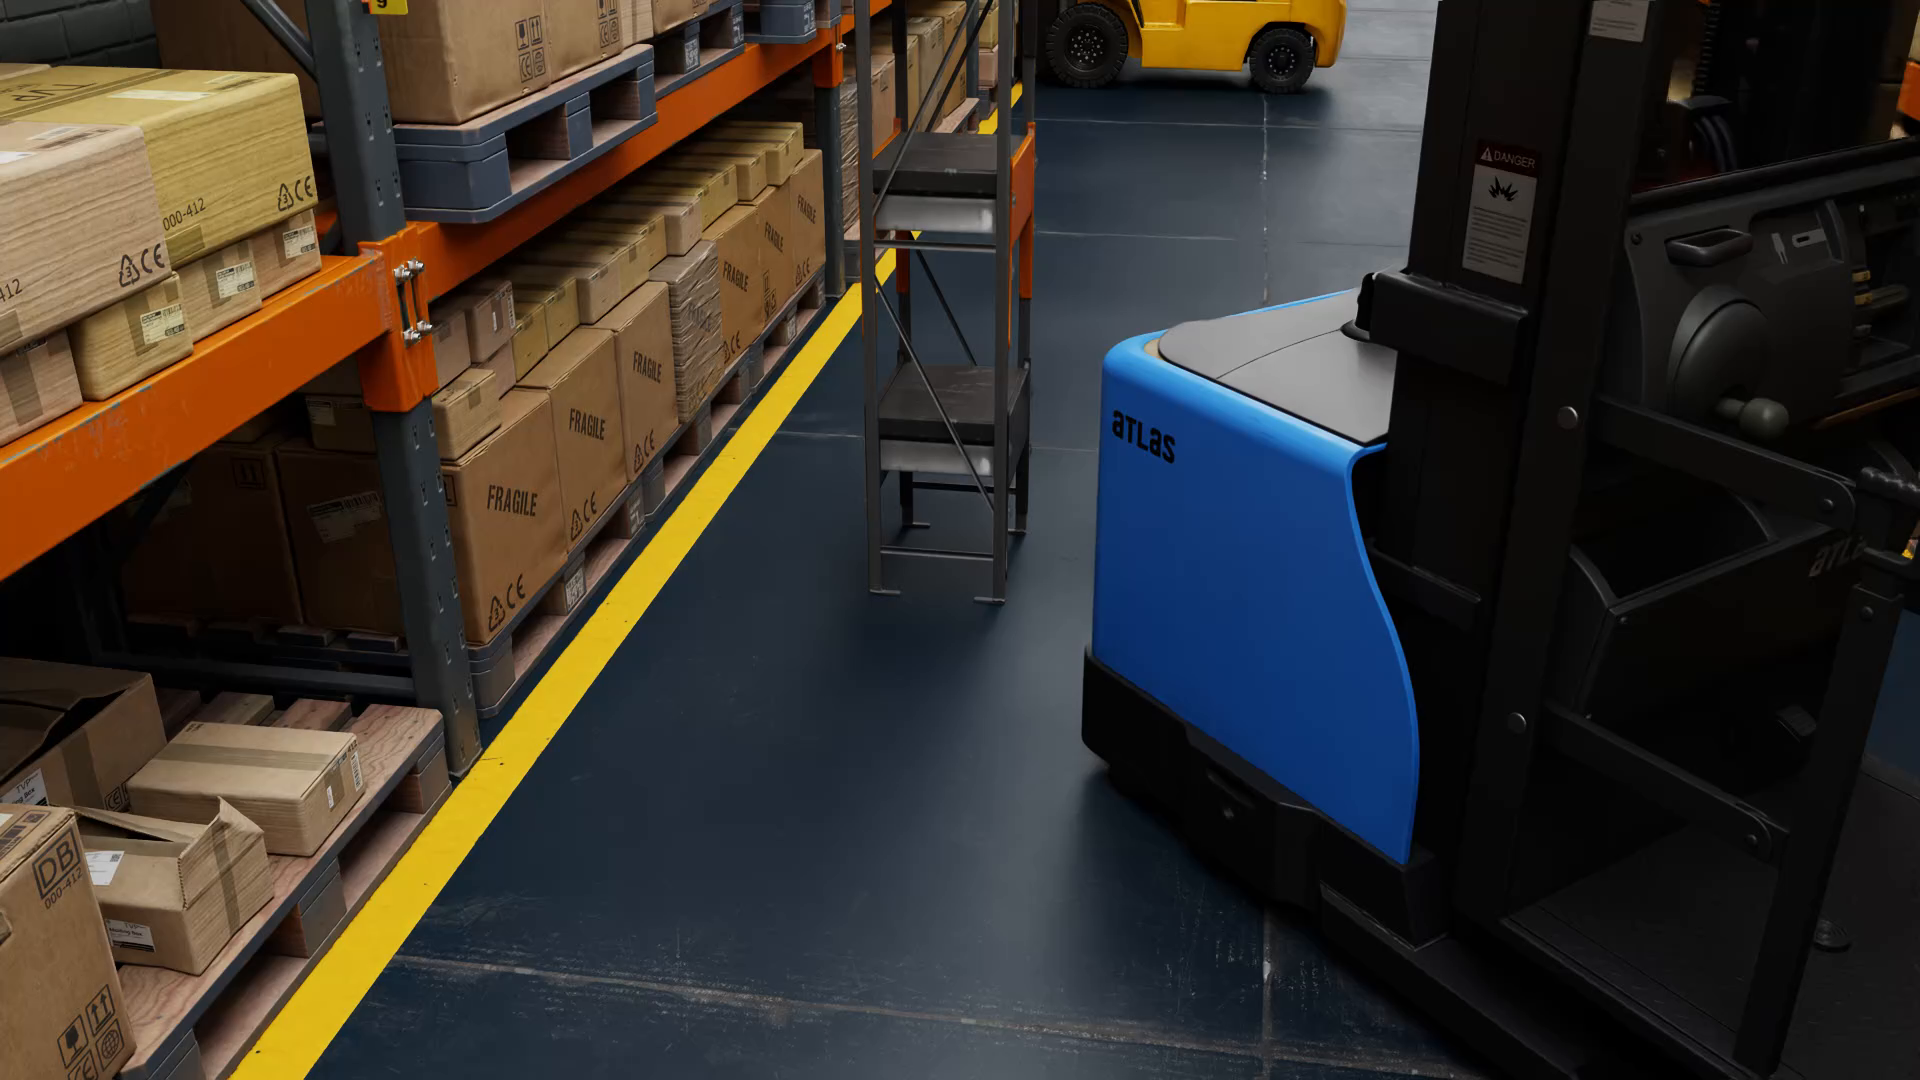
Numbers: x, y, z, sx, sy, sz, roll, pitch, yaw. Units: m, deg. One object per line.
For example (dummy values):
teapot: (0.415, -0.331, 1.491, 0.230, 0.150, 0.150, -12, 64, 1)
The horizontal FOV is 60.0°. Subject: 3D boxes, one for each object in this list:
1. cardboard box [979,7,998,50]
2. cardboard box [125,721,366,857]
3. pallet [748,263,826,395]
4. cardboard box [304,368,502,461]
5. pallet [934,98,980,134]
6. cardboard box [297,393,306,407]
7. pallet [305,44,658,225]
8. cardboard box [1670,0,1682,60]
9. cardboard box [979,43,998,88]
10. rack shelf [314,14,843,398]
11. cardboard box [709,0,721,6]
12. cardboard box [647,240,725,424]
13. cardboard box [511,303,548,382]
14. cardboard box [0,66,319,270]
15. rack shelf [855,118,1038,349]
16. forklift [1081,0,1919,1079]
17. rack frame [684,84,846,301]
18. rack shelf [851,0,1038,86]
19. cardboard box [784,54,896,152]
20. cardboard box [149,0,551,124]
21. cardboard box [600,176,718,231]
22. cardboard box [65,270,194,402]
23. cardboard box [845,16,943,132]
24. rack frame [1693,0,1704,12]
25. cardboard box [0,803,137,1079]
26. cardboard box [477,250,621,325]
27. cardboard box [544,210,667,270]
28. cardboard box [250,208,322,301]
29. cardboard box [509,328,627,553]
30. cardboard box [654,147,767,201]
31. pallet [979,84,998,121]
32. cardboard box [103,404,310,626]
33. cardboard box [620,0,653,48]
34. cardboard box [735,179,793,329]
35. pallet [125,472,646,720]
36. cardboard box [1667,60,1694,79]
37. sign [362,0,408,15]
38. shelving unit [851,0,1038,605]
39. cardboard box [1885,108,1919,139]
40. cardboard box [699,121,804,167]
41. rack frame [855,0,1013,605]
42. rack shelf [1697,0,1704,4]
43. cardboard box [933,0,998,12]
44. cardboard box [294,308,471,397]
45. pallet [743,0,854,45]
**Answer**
cardboard box: (0.007, -3.536, 11.424, 0.500, 0.250, 0.500, 4, 25, 8)
cardboard box: (-1.485, 0.517, 3.476, 0.380, 0.149, 0.250, 3, 25, 7)
pallet: (-1.190, -0.938, 7.005, 1.003, 0.211, 1.213, 4, 25, 9)
cardboard box: (-1.363, -0.321, 4.086, 0.380, 0.149, 0.250, 5, 26, 11)
pallet: (-0.459, -2.610, 10.577, 1.003, 0.211, 1.213, 4, 25, 9)
cardboard box: (-1.871, -0.474, 4.412, 0.380, 0.149, 0.250, 4, 25, 9)
pallet: (-1.446, -1.078, 4.240, 1.003, 0.211, 1.213, 4, 25, 9)
cardboard box: (4.353, -3.392, 10.822, 0.500, 0.500, 0.500, 4, 25, 8)
cardboard box: (0.029, -3.308, 11.527, 0.500, 0.250, 0.500, 4, 25, 9)
rack shelf: (-1.357, -1.348, 5.441, 1.077, 0.370, 4.000, 4, 25, 9)
cardboard box: (-1.115, -2.052, 5.479, 0.797, 0.503, 0.637, 3, 25, 7)
cardboard box: (-1.129, -0.731, 5.726, 0.500, 0.500, 0.500, 3, 25, 7)
cardboard box: (-1.363, -0.551, 4.576, 0.380, 0.149, 0.250, 3, 25, 6)
cardboard box: (-1.527, -0.675, 2.979, 0.500, 0.250, 0.500, 5, 25, 10)
rack shelf: (-0.027, -0.869, 4.663, 0.431, 0.518, 0.480, 4, 25, 9)
forklift: (1.523, -0.379, 2.603, 1.130, 2.935, 3.031, -15, 29, -30)
rack frame: (-1.030, -2.511, 7.076, 1.000, 3.000, 0.127, 4, 25, 9)
rack shelf: (-0.027, -1.503, 4.366, 0.431, 0.518, 0.480, 4, 25, 9)
cardboard box: (-0.816, -2.159, 8.630, 0.875, 0.625, 0.625, 5, 26, 10)
cardboard box: (-1.384, -1.260, 3.791, 0.700, 0.500, 0.500, 5, 25, 10)
cardboard box: (-1.090, -1.204, 5.971, 0.380, 0.149, 0.250, 4, 25, 8)
cardboard box: (-1.527, -0.352, 2.761, 0.380, 0.149, 0.250, 5, 25, 10)
cardboard box: (-0.585, -2.755, 9.904, 0.875, 0.625, 0.625, 4, 25, 8)
rack frame: (4.521, -3.841, 9.918, 1.000, 3.000, 0.127, 4, 25, 9)
cardboard box: (-1.797, 0.739, 2.587, 0.700, 0.500, 0.500, 3, 25, 7)
cardboard box: (-1.254, -0.768, 5.041, 0.380, 0.149, 0.250, 4, 25, 8)
cardboard box: (-1.196, -0.987, 5.508, 0.380, 0.149, 0.250, 4, 25, 9)
cardboard box: (-1.487, -0.573, 3.233, 0.380, 0.149, 0.250, 4, 25, 9)
cardboard box: (-1.306, -0.306, 4.819, 0.500, 0.500, 0.500, 4, 25, 8)
cardboard box: (-0.962, -1.415, 6.423, 0.380, 0.149, 0.250, 3, 25, 7)
pallet: (-0.205, -3.251, 11.945, 1.003, 0.211, 1.213, 4, 25, 9)
cardboard box: (-1.896, -0.122, 4.425, 0.500, 0.500, 0.500, 4, 25, 8)
cardboard box: (-1.079, -1.522, 4.626, 0.396, 0.266, 0.258, 5, 26, 11)
cardboard box: (-0.980, -1.168, 6.661, 0.500, 0.500, 0.500, 4, 25, 8)
pallet: (-1.589, 0.082, 4.825, 1.003, 0.211, 1.213, 4, 25, 9)
cardboard box: (4.438, -2.622, 9.917, 0.950, 0.372, 0.625, 4, 25, 9)
sign: (-1.148, -1.196, 3.245, 0.100, 0.325, 0.005, 4, 25, 9)
shelving unit: (-0.027, -0.882, 4.657, 0.431, 2.100, 0.503, 4, 25, 9)
cardboard box: (3.672, -1.113, 6.101, 0.875, 0.875, 0.875, 4, 25, 8)
cardboard box: (-0.861, -1.639, 6.900, 0.380, 0.149, 0.250, 3, 25, 6)
rack frame: (-0.067, -0.780, 4.439, 0.400, 2.100, 0.015, 4, 25, 9)
rack shelf: (4.194, -2.679, 8.284, 1.077, 0.370, 4.000, 4, 25, 9)
cardboard box: (0.012, -3.762, 11.317, 0.500, 0.250, 0.500, 4, 25, 8)
cardboard box: (-1.423, -0.460, 4.032, 0.380, 0.149, 0.250, 4, 25, 8)
pallet: (-1.072, -2.135, 6.500, 1.213, 0.211, 1.003, 4, 25, 9)
